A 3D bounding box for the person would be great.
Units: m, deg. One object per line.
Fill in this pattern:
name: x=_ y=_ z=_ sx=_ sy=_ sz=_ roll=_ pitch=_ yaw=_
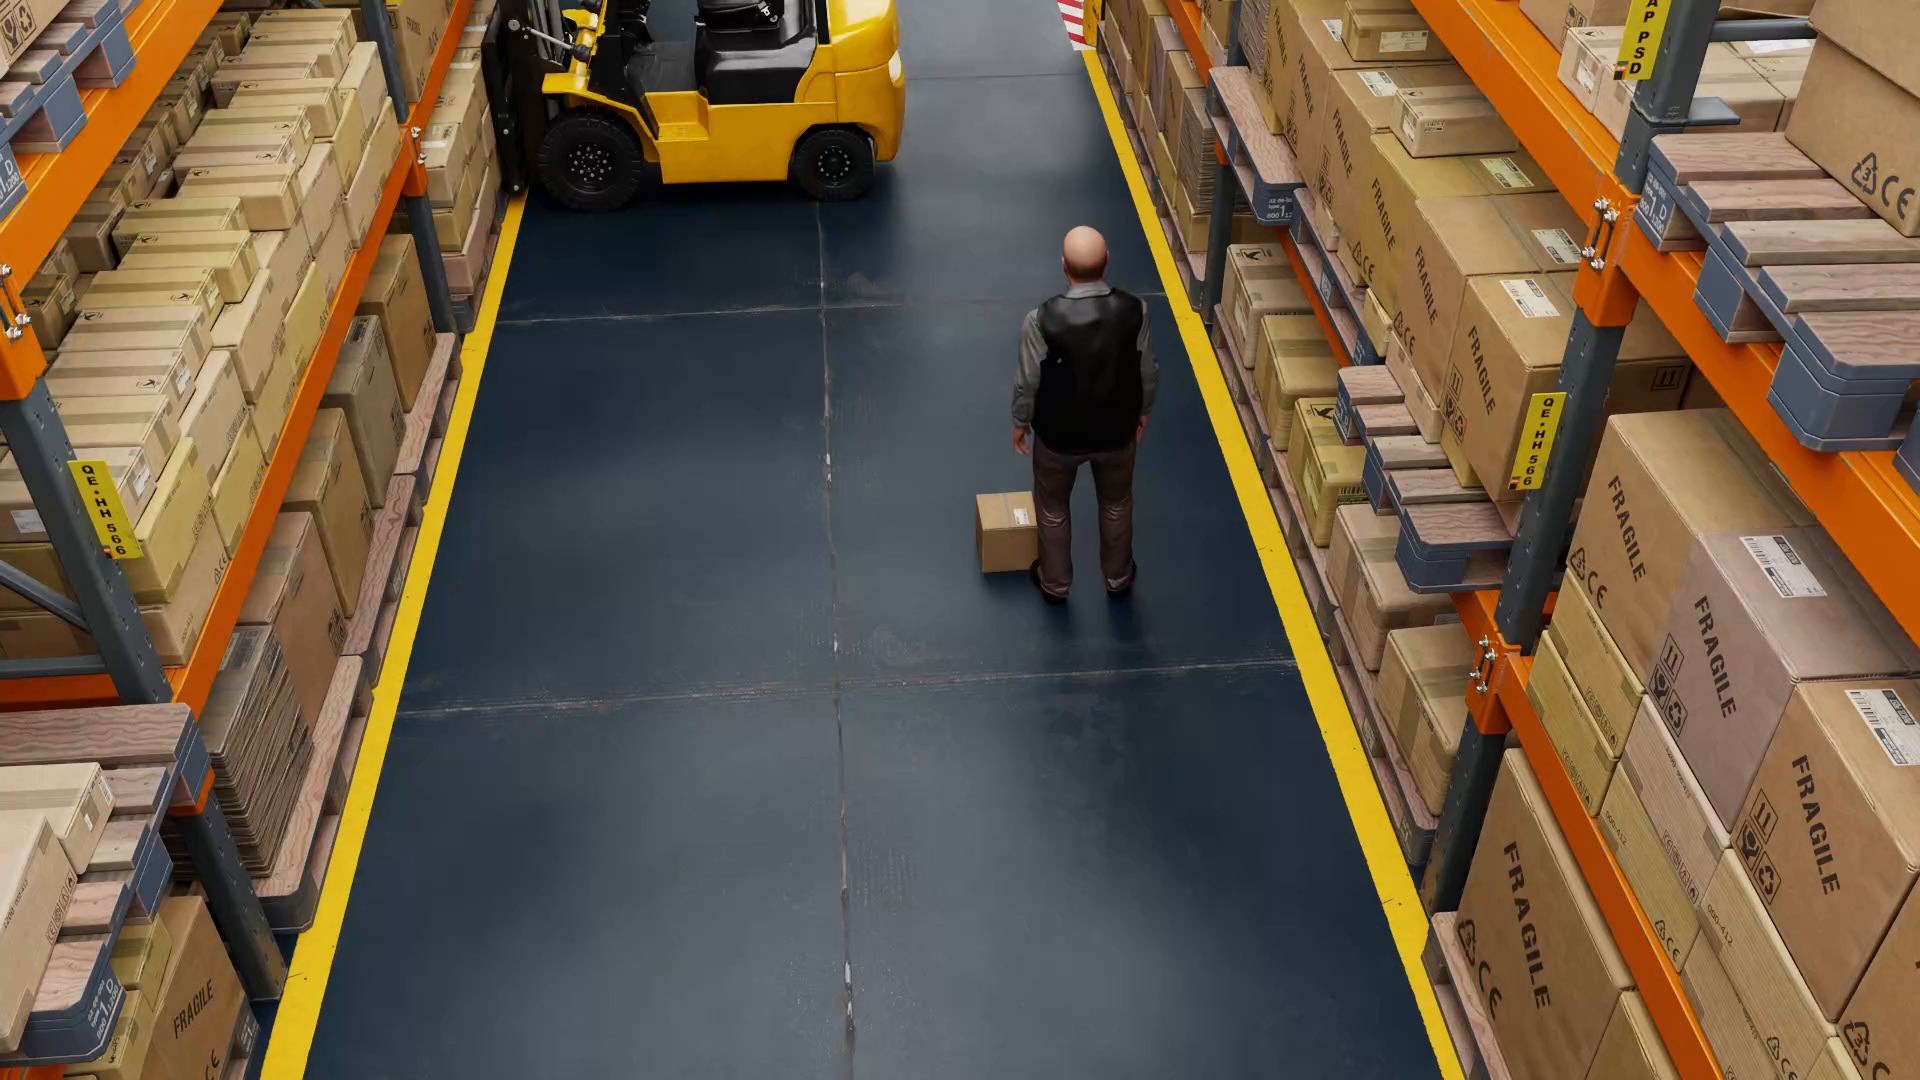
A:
person: x=0.503 y=-0.451 z=6.732 sx=0.594 sy=1.722 sz=0.412 roll=-5 pitch=39 yaw=-6
